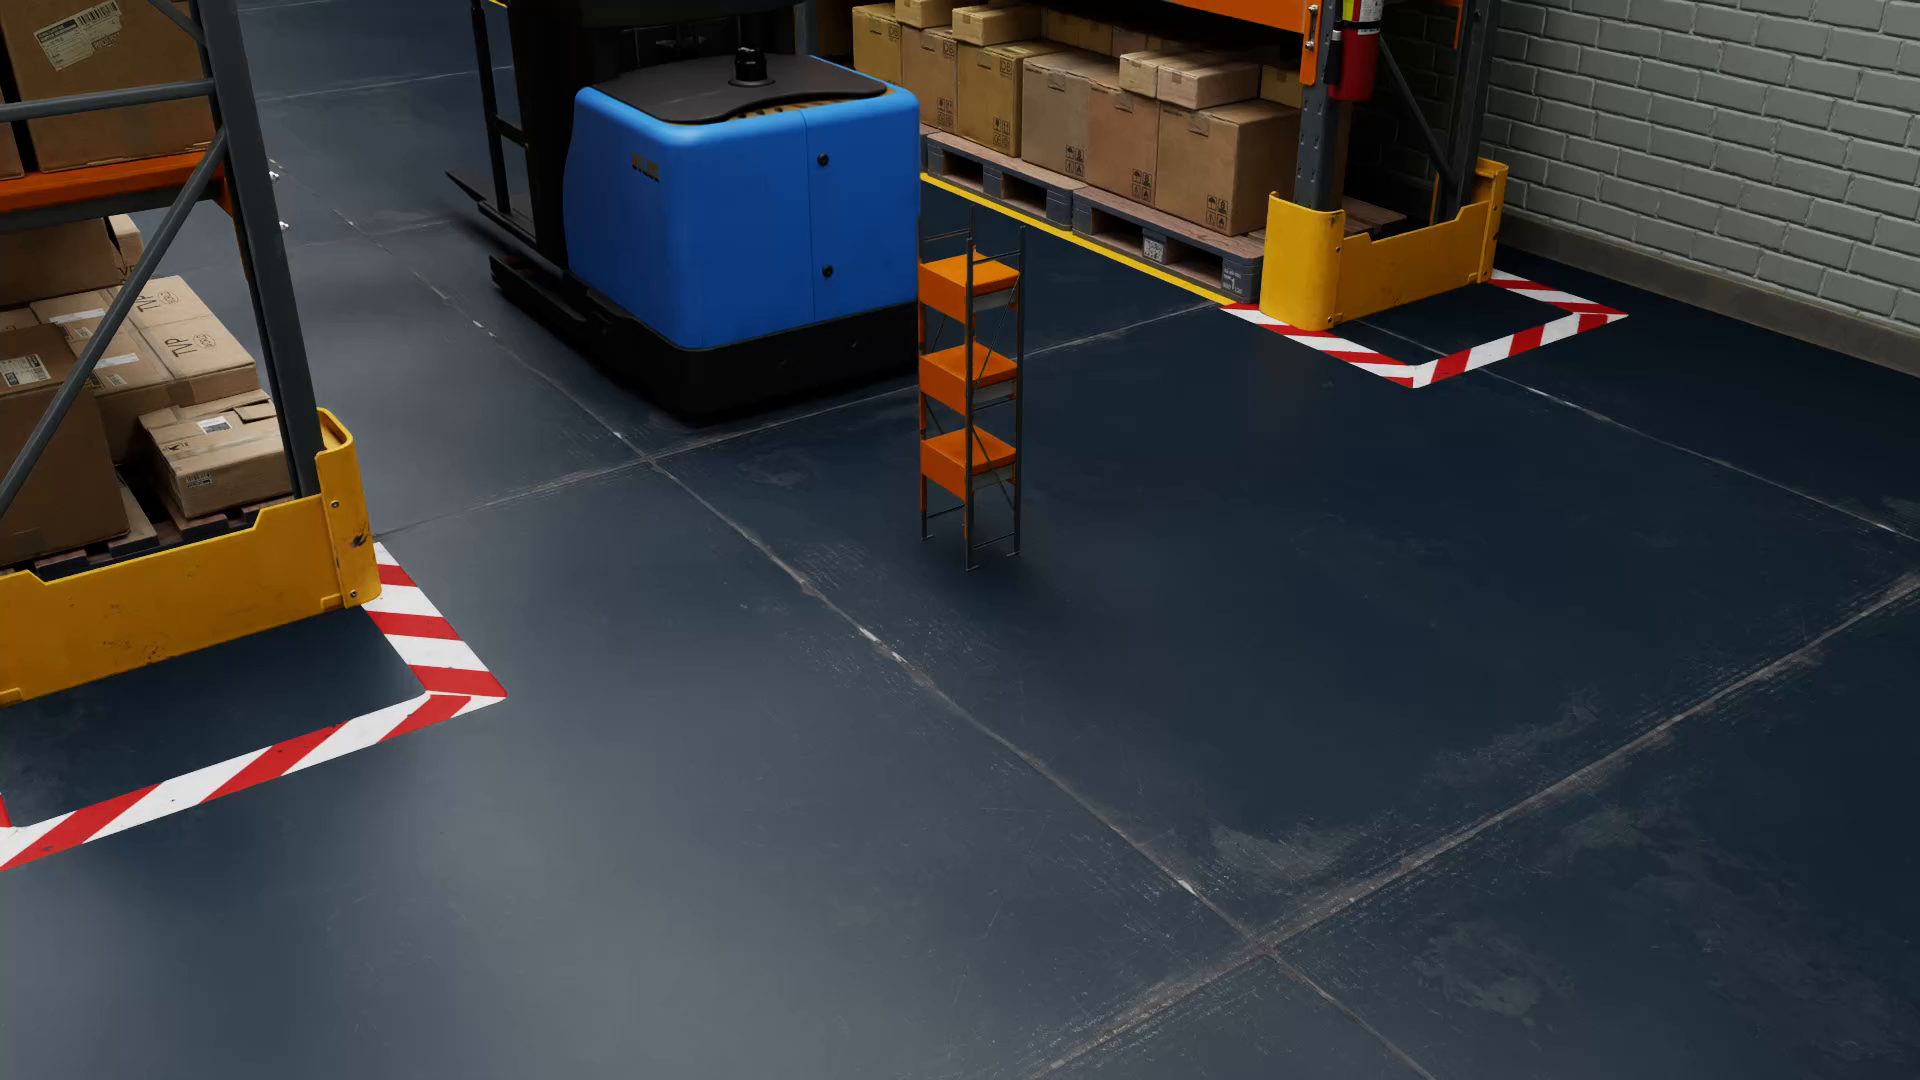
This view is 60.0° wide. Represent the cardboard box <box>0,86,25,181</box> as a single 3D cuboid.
[{"bbox_3d":[-2.713,-1.169,4.154,0.500,0.500,0.500,-18,33,-29],"label":"cardboard box"}]

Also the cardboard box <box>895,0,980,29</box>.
[{"bbox_3d":[-0.118,-2.822,8.803,0.380,0.149,0.250,-18,33,-29],"label":"cardboard box"}]

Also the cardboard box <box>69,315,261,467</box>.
[{"bbox_3d":[-2.606,-0.495,5.439,0.500,0.250,0.500,-19,34,-31],"label":"cardboard box"}]

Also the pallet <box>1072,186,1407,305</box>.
[{"bbox_3d":[1.274,-1.463,7.722,1.003,0.211,1.213,-19,34,-31],"label":"pallet"}]

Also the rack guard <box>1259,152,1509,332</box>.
[{"bbox_3d":[1.815,-1.291,7.104,1.175,0.500,0.348,-19,34,-31],"label":"rack guard"}]

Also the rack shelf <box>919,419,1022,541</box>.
[{"bbox_3d":[0.031,-0.187,5.099,0.215,0.259,0.240,-19,34,-31],"label":"rack shelf"}]

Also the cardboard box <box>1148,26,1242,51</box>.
[{"bbox_3d":[1.110,-2.315,7.870,0.380,0.149,0.250,-18,34,-30],"label":"cardboard box"}]

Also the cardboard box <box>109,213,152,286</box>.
[{"bbox_3d":[-3.555,-1.158,6.596,0.500,0.311,0.500,-19,34,-31],"label":"cardboard box"}]

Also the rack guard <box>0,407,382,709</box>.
[{"bbox_3d":[-2.276,0.043,4.647,1.175,0.500,0.348,-19,34,-31],"label":"rack guard"}]

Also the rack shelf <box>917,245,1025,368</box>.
[{"bbox_3d":[0.031,-0.681,4.831,0.215,0.259,0.240,-19,34,-31],"label":"rack shelf"}]

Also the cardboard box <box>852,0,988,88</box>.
[{"bbox_3d":[-0.168,-2.721,9.296,0.700,0.500,0.500,-18,33,-30],"label":"cardboard box"}]

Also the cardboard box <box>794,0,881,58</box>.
[{"bbox_3d":[-1.002,-3.411,10.199,0.750,0.750,0.750,-18,33,-30],"label":"cardboard box"}]

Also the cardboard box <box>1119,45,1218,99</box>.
[{"bbox_3d":[0.942,-2.113,7.497,0.380,0.149,0.250,-18,33,-29],"label":"cardboard box"}]

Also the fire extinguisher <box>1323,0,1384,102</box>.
[{"bbox_3d":[1.513,-2.015,6.288,0.296,0.674,0.183,-19,34,-31],"label":"fire extinguisher"}]

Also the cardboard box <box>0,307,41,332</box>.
[{"bbox_3d":[-3.274,-0.532,5.507,0.500,0.250,0.500,-19,34,-31],"label":"cardboard box"}]

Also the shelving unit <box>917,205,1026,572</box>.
[{"bbox_3d":[0.031,-0.441,4.961,0.215,1.050,0.252,-19,34,-31],"label":"shelving unit"}]

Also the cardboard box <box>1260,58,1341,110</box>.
[{"bbox_3d":[1.549,-2.021,7.328,0.380,0.149,0.250,-19,34,-30],"label":"cardboard box"}]

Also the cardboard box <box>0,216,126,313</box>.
[{"bbox_3d":[-3.458,-0.949,6.008,0.797,0.503,0.637,-19,34,-31],"label":"cardboard box"}]

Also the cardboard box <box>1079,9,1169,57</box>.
[{"bbox_3d":[0.813,-2.514,8.235,0.380,0.149,0.250,-18,33,-30],"label":"cardboard box"}]

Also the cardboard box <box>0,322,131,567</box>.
[{"bbox_3d":[-2.748,-0.264,4.752,0.500,0.500,0.500,-19,34,-31],"label":"cardboard box"}]

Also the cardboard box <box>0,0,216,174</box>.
[{"bbox_3d":[-2.274,-1.316,4.425,0.500,0.500,0.500,-18,33,-30],"label":"cardboard box"}]

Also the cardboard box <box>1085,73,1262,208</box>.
[{"bbox_3d":[1.024,-1.924,7.829,0.700,0.500,0.500,-19,34,-31],"label":"cardboard box"}]

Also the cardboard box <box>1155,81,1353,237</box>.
[{"bbox_3d":[1.314,-1.729,7.471,0.700,0.500,0.500,-19,34,-31],"label":"cardboard box"}]

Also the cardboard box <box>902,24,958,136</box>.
[{"bbox_3d":[0.120,-2.525,8.935,0.700,0.500,0.500,-19,34,-31],"label":"cardboard box"}]

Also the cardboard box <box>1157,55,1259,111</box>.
[{"bbox_3d":[1.091,-2.014,7.315,0.380,0.149,0.250,-19,34,-31],"label":"cardboard box"}]

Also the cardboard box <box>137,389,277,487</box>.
[{"bbox_3d":[-2.339,-0.330,5.222,0.380,0.166,0.250,-19,34,-31],"label":"cardboard box"}]

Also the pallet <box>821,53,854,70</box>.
[{"bbox_3d":[-1.028,-3.008,10.567,1.003,0.211,1.213,-19,34,-31],"label":"pallet"}]

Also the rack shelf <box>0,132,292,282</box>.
[{"bbox_3d":[-3.392,-1.488,5.600,1.077,0.370,4.000,-19,34,-31],"label":"rack shelf"}]

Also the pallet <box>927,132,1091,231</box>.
[{"bbox_3d":[0.570,-1.937,8.595,1.003,0.211,1.213,-19,34,-31],"label":"pallet"}]

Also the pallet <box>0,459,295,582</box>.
[{"bbox_3d":[-2.739,-0.140,5.287,1.003,0.211,1.213,-19,34,-31],"label":"pallet"}]

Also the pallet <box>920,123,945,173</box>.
[{"bbox_3d":[-0.141,-2.411,9.469,1.003,0.211,1.213,-19,34,-31],"label":"pallet"}]

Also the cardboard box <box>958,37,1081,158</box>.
[{"bbox_3d":[0.416,-2.325,8.566,0.700,0.500,0.500,-18,33,-30],"label":"cardboard box"}]

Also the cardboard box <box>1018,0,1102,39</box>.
[{"bbox_3d":[0.516,-2.712,8.601,0.380,0.149,0.250,-18,33,-30],"label":"cardboard box"}]

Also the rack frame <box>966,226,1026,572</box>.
[{"bbox_3d":[0.102,-0.393,4.874,0.200,1.050,0.008,-19,34,-31],"label":"rack frame"}]

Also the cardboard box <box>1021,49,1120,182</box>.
[{"bbox_3d":[0.731,-2.119,8.188,0.700,0.500,0.500,-20,34,-32],"label":"cardboard box"}]

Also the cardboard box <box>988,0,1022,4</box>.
[{"bbox_3d":[0.370,-2.811,8.782,0.380,0.149,0.250,-20,34,-32],"label":"cardboard box"}]

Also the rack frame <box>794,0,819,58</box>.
[{"bbox_3d":[-0.519,-3.954,9.387,1.000,3.000,0.127,-19,34,-31],"label":"rack frame"}]

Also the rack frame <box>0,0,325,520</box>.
[{"bbox_3d":[-2.232,-1.026,3.996,1.000,3.000,0.127,-19,34,-31],"label":"rack frame"}]

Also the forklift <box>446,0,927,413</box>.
[{"bbox_3d":[-1.377,-2.395,6.589,1.130,2.935,3.031,-18,33,-30],"label":"forklift"}]

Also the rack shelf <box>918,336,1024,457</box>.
[{"bbox_3d":[0.031,-0.431,4.966,0.215,0.259,0.240,-19,34,-31],"label":"rack shelf"}]

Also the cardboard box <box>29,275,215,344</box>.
[{"bbox_3d":[-2.896,-0.690,5.797,0.500,0.250,0.500,-19,34,-31],"label":"cardboard box"}]

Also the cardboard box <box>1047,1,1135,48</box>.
[{"bbox_3d":[0.666,-2.612,8.416,0.380,0.149,0.250,-19,34,-31],"label":"cardboard box"}]

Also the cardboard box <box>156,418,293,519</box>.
[{"bbox_3d":[-2.194,-0.225,5.047,0.380,0.149,0.250,-19,34,-31],"label":"cardboard box"}]

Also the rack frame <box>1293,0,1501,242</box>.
[{"bbox_3d":[1.801,-2.399,6.524,1.000,3.000,0.127,-19,34,-31],"label":"rack frame"}]

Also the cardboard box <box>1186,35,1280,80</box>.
[{"bbox_3d":[1.255,-2.218,7.690,0.380,0.149,0.250,-19,34,-31],"label":"cardboard box"}]

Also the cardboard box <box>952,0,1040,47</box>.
[{"bbox_3d":[0.184,-2.619,8.430,0.380,0.149,0.250,-20,34,-32],"label":"cardboard box"}]

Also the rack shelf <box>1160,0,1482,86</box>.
[{"bbox_3d":[0.641,-2.860,8.128,1.077,0.370,4.000,-19,34,-31],"label":"rack shelf"}]

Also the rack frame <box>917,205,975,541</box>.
[{"bbox_3d":[-0.040,-0.488,5.048,0.200,1.050,0.008,-19,34,-31],"label":"rack frame"}]

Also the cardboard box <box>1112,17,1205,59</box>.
[{"bbox_3d":[0.962,-2.414,8.052,0.380,0.149,0.250,-18,33,-30],"label":"cardboard box"}]
